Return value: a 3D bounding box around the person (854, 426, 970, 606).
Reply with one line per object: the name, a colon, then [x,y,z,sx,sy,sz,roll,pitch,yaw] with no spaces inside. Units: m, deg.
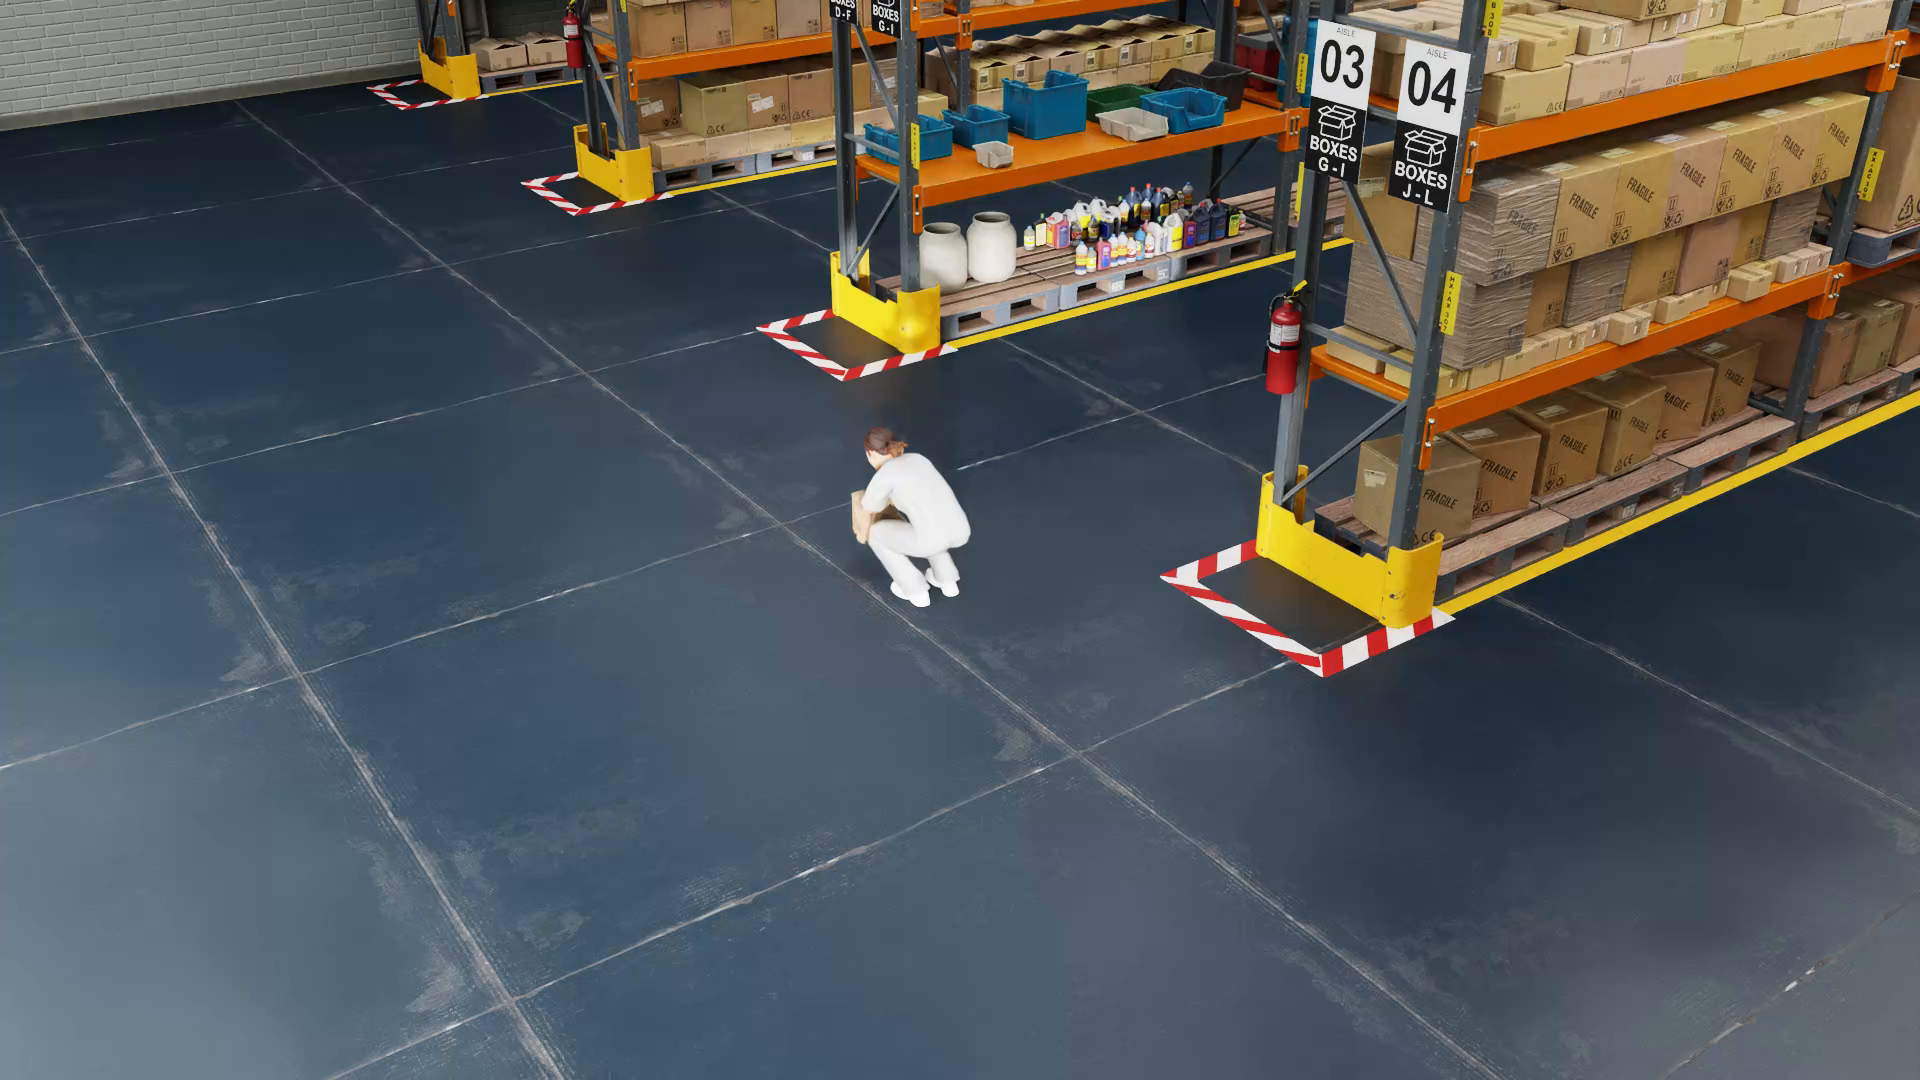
person: [-0.289,-0.147,9.659,0.487,0.946,0.801,-19,34,-31]
